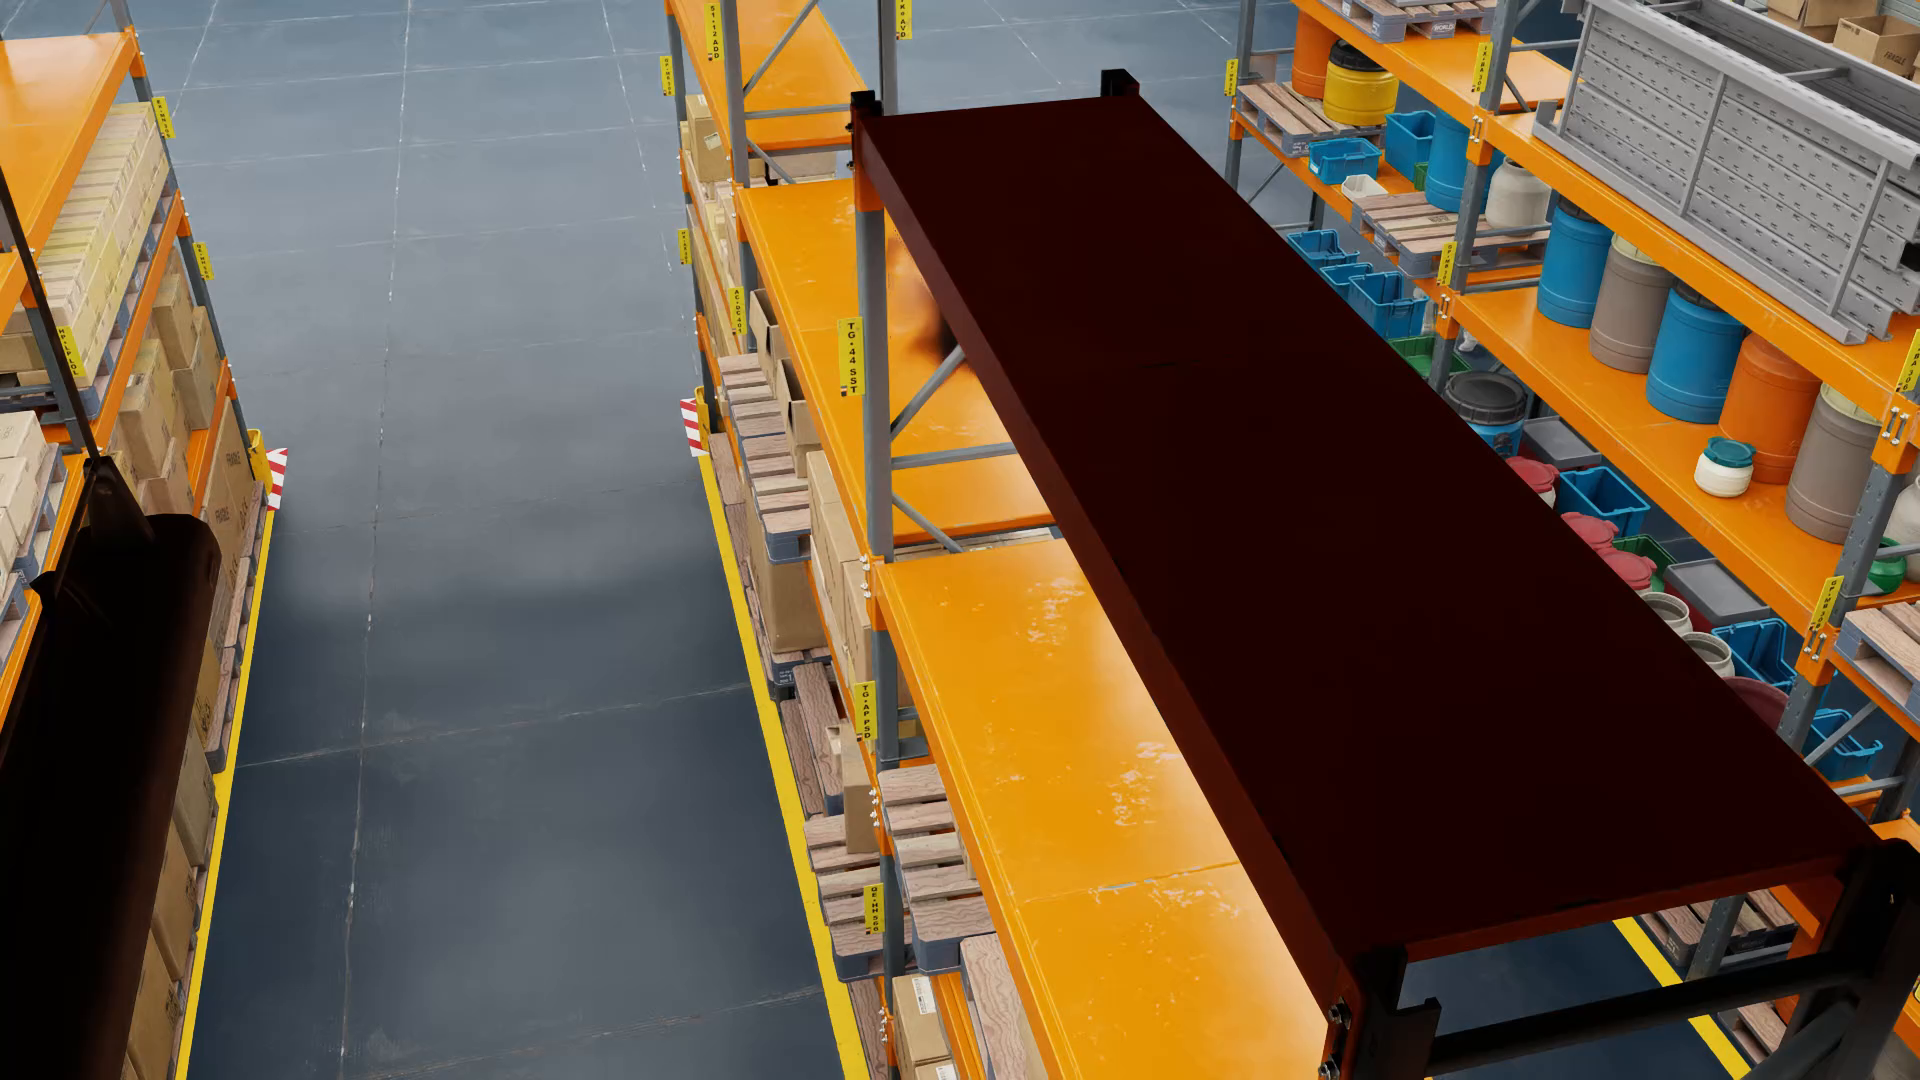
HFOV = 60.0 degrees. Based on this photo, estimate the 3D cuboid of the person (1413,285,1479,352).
[{"bbox_3d":[4.853,-2.681,16.617,0.838,1.595,0.633,-6,35,-9],"label":"person"}]
